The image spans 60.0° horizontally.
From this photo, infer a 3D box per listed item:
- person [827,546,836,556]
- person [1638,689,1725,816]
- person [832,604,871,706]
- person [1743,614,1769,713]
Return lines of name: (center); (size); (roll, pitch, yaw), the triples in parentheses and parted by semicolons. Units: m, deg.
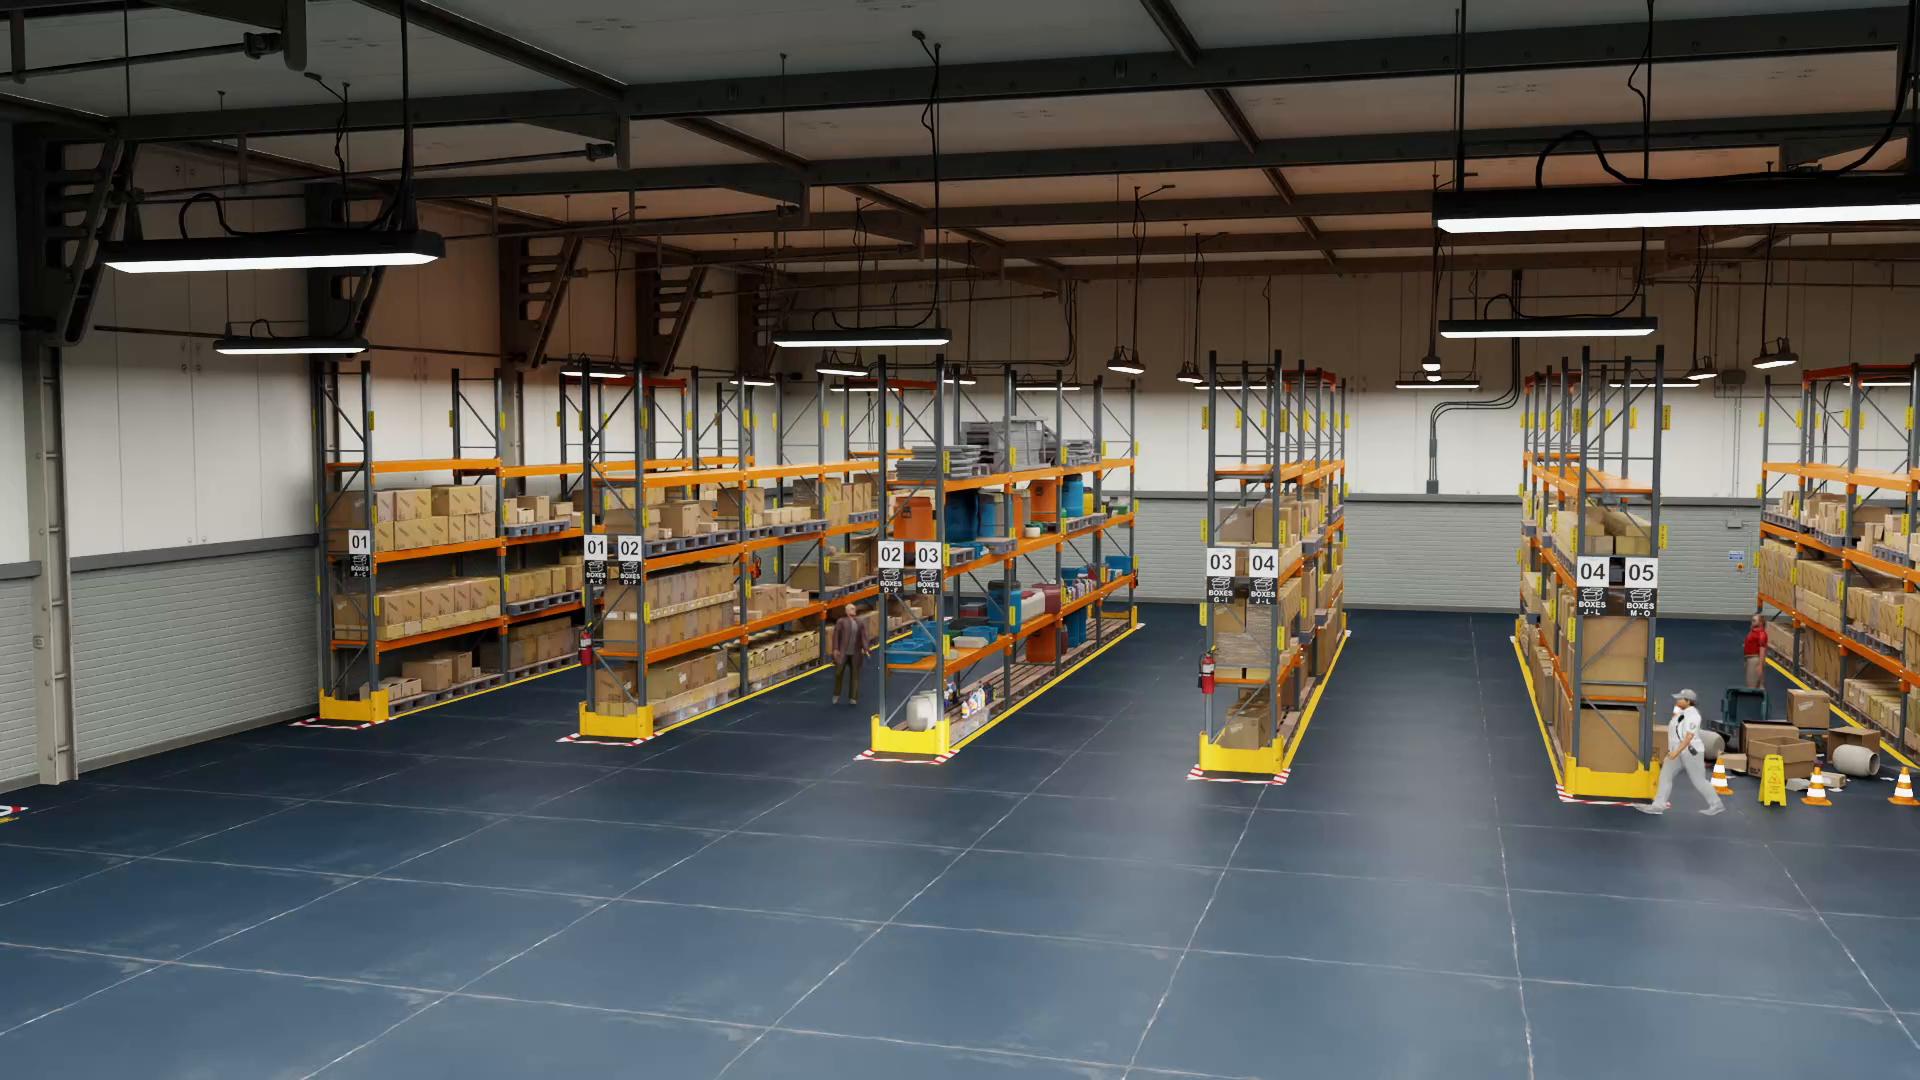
person: (-3.399, 1.006, 44.306); (0.968, 1.688, 0.597); (3, 5, 35)
person: (9.139, 2.686, 20.992); (0.986, 1.621, 0.474); (-1, 4, -7)
person: (-1.930, 2.024, 29.371); (0.678, 1.778, 0.553); (-1, 4, -17)
person: (13.578, 2.120, 28.393); (0.464, 1.728, 0.570); (3, 5, 35)
